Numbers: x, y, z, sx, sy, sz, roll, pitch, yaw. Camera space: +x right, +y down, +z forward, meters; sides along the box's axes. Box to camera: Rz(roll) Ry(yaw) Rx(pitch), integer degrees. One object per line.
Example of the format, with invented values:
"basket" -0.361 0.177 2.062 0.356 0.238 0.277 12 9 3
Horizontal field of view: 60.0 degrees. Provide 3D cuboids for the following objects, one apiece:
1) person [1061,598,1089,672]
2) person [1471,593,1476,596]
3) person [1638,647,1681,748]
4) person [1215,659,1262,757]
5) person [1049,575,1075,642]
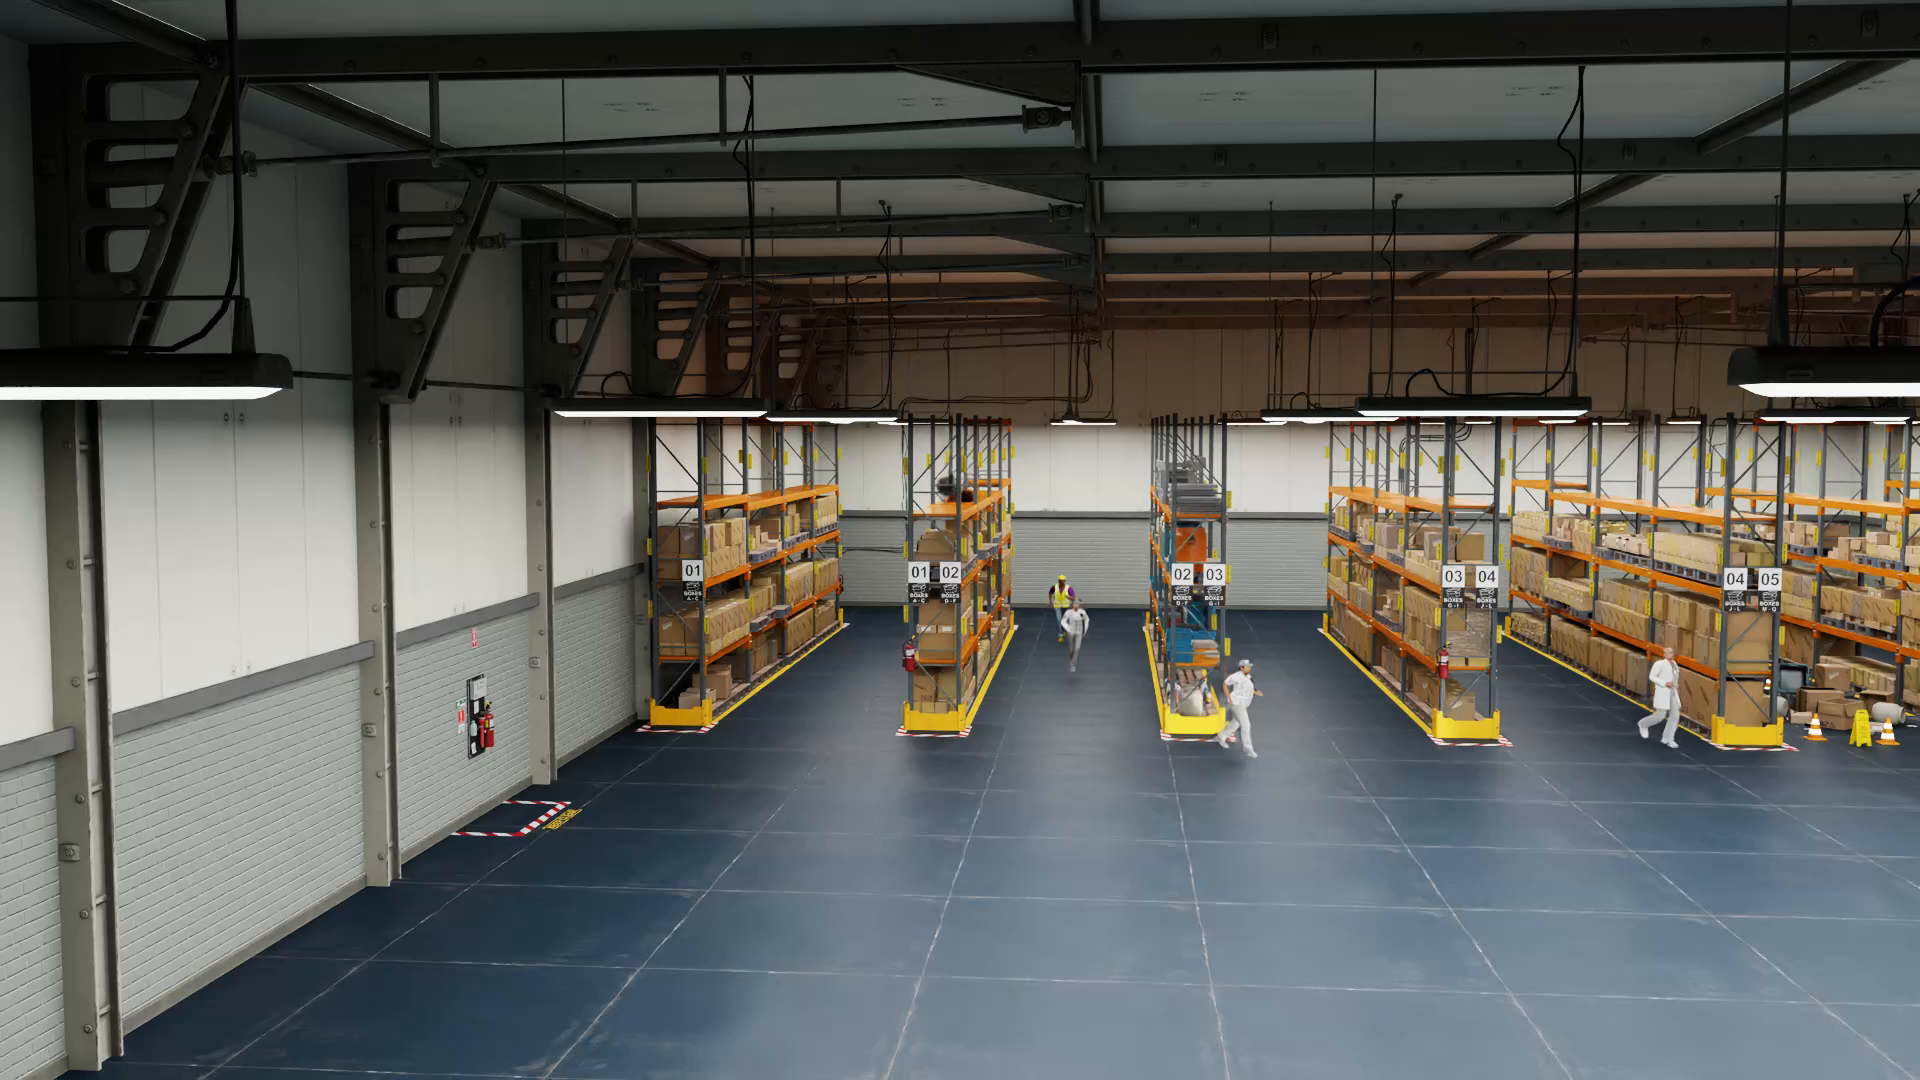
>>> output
"person" 2.606 2.113 37.569 0.642 1.655 0.783 0 4 0
"person" 14.369 1.817 46.373 0.608 1.569 0.519 2 4 28
"person" 12.775 2.824 30.181 0.727 1.783 0.878 -2 4 -23
"person" 4.892 2.934 29.299 0.912 1.696 0.552 3 5 36
"person" 2.735 1.808 44.576 0.697 1.759 0.988 0 4 1
